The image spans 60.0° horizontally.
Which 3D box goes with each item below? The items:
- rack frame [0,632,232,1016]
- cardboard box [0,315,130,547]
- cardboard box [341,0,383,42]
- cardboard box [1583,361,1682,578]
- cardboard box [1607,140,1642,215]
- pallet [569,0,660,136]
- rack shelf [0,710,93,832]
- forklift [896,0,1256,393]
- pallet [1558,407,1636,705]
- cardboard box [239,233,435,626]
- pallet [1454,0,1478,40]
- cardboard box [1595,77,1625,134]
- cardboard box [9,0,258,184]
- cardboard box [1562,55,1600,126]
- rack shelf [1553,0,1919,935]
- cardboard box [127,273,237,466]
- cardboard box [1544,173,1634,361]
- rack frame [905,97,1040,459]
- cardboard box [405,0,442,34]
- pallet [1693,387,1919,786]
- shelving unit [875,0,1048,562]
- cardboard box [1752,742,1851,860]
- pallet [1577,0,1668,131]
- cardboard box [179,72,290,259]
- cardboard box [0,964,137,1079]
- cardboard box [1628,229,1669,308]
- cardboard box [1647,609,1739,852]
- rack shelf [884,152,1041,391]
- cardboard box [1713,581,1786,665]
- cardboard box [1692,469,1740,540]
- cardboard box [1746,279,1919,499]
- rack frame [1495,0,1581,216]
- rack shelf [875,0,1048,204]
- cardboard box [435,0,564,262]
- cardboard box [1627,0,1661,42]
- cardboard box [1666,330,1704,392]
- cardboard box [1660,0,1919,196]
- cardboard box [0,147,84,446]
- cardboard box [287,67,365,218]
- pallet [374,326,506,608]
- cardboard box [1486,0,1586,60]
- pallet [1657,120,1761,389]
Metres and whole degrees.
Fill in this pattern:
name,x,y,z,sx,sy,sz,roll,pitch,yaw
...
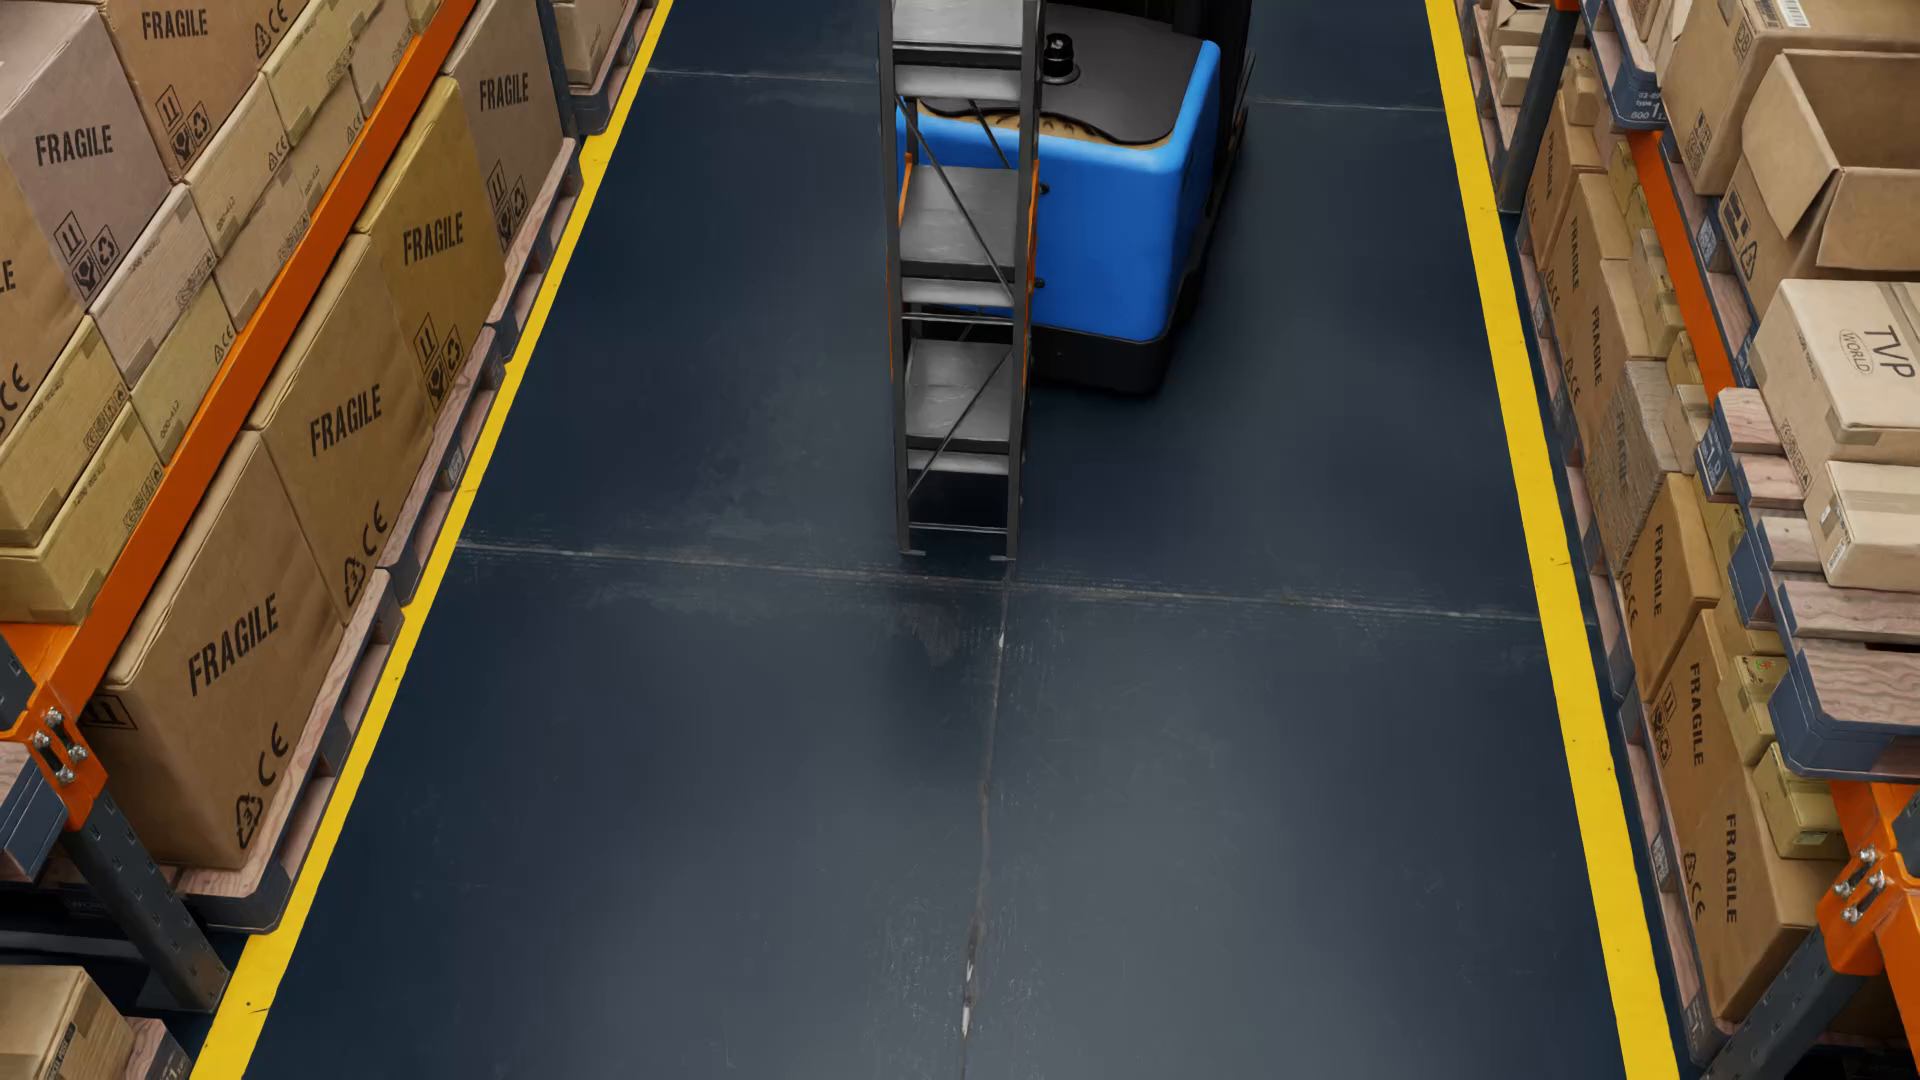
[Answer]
name,x,y,z,sx,sy,sz,roll,pitch,yaw
rack frame,-2.536,0.211,3.524,1.000,3.000,0.127,4,48,4
cardboard box,-2.244,-0.263,3.720,0.500,0.250,0.500,4,48,3
cardboard box,-2.049,-1.757,5.087,0.500,0.250,0.500,5,48,4
cardboard box,2.362,-0.216,5.324,0.500,0.500,0.500,2,48,2
cardboard box,2.514,-1.270,5.849,0.380,0.149,0.250,2,48,2
pallet,-2.024,-2.340,7.748,1.003,0.211,1.213,4,48,4
rack shelf,-2.718,1.924,2.445,1.077,0.370,4.000,4,48,4
forklift,0.635,-2.647,6.184,1.130,2.935,3.031,12,49,11
pallet,2.627,0.043,5.567,1.003,0.211,1.213,4,48,4
cardboard box,-2.305,-0.370,5.211,0.875,0.875,0.875,4,48,4
pallet,2.944,-2.859,8.222,1.003,0.211,1.213,4,48,4
cardboard box,2.498,-1.574,5.925,0.380,0.149,0.250,2,48,2
cardboard box,-2.149,-1.250,4.115,0.500,0.500,0.500,5,48,5
cardboard box,2.474,-1.668,6.213,0.380,0.149,0.250,6,48,5
rack shelf,2.590,-0.684,4.831,1.077,0.370,4.000,4,48,4
cardboard box,-2.212,-0.459,4.239,0.500,0.250,0.500,3,48,2
cardboard box,2.465,-0.963,6.007,0.500,0.500,0.500,3,48,3
rack frame,0.037,-1.010,5.250,0.400,2.100,0.015,4,48,4
cardboard box,-2.009,-1.957,5.608,0.500,0.250,0.500,3,48,3
pallet,2.399,0.104,3.752,1.213,0.211,1.003,4,48,4
shelving unit,0.015,-0.830,5.086,0.431,2.100,0.503,4,48,4
cardboard box,2.200,0.645,4.097,0.380,0.149,0.250,2,48,2
pallet,2.590,-1.752,5.450,1.003,0.211,1.213,4,48,4
cardboard box,-2.138,-1.008,4.402,0.500,0.250,0.500,4,48,3
cardboard box,-2.597,1.371,3.960,0.950,0.372,0.625,1,48,1
cardboard box,2.443,-0.887,5.498,0.380,0.149,0.250,4,48,3
cardboard box,2.288,0.552,4.622,0.500,0.500,0.500,3,48,3
rack shelf,0.015,-0.821,5.097,0.431,0.518,0.480,4,48,4
cardboard box,2.262,0.252,4.456,0.380,0.149,0.250,2,48,2
cardboard box,2.354,-0.122,4.799,0.380,0.149,0.250,3,48,3
cardboard box,2.181,-0.346,3.851,0.500,0.250,0.500,2,48,2
rack frame,2.772,-2.397,5.910,1.000,3.000,0.127,4,48,4
rack shelf,0.015,-1.294,4.580,0.431,0.518,0.480,4,48,4
cardboard box,-2.148,-1.692,6.420,0.875,0.875,0.875,5,48,5
cardboard box,2.458,-1.851,5.058,0.700,0.500,0.500,4,48,4
cardboard box,2.422,-0.504,5.148,0.380,0.149,0.250,4,48,4
cardboard box,2.386,-1.275,4.531,0.700,0.500,0.500,4,48,3
cardboard box,-2.247,-0.506,3.435,0.500,0.500,0.500,2,48,2
cardboard box,-2.116,-1.207,4.923,0.500,0.250,0.500,4,48,4
pallet,-2.275,-0.316,5.896,1.003,0.211,1.213,4,48,4
cardboard box,2.563,-2.307,7.396,0.396,0.266,0.258,5,48,5
pallet,2.580,-0.822,4.599,1.003,0.211,1.213,4,48,4
